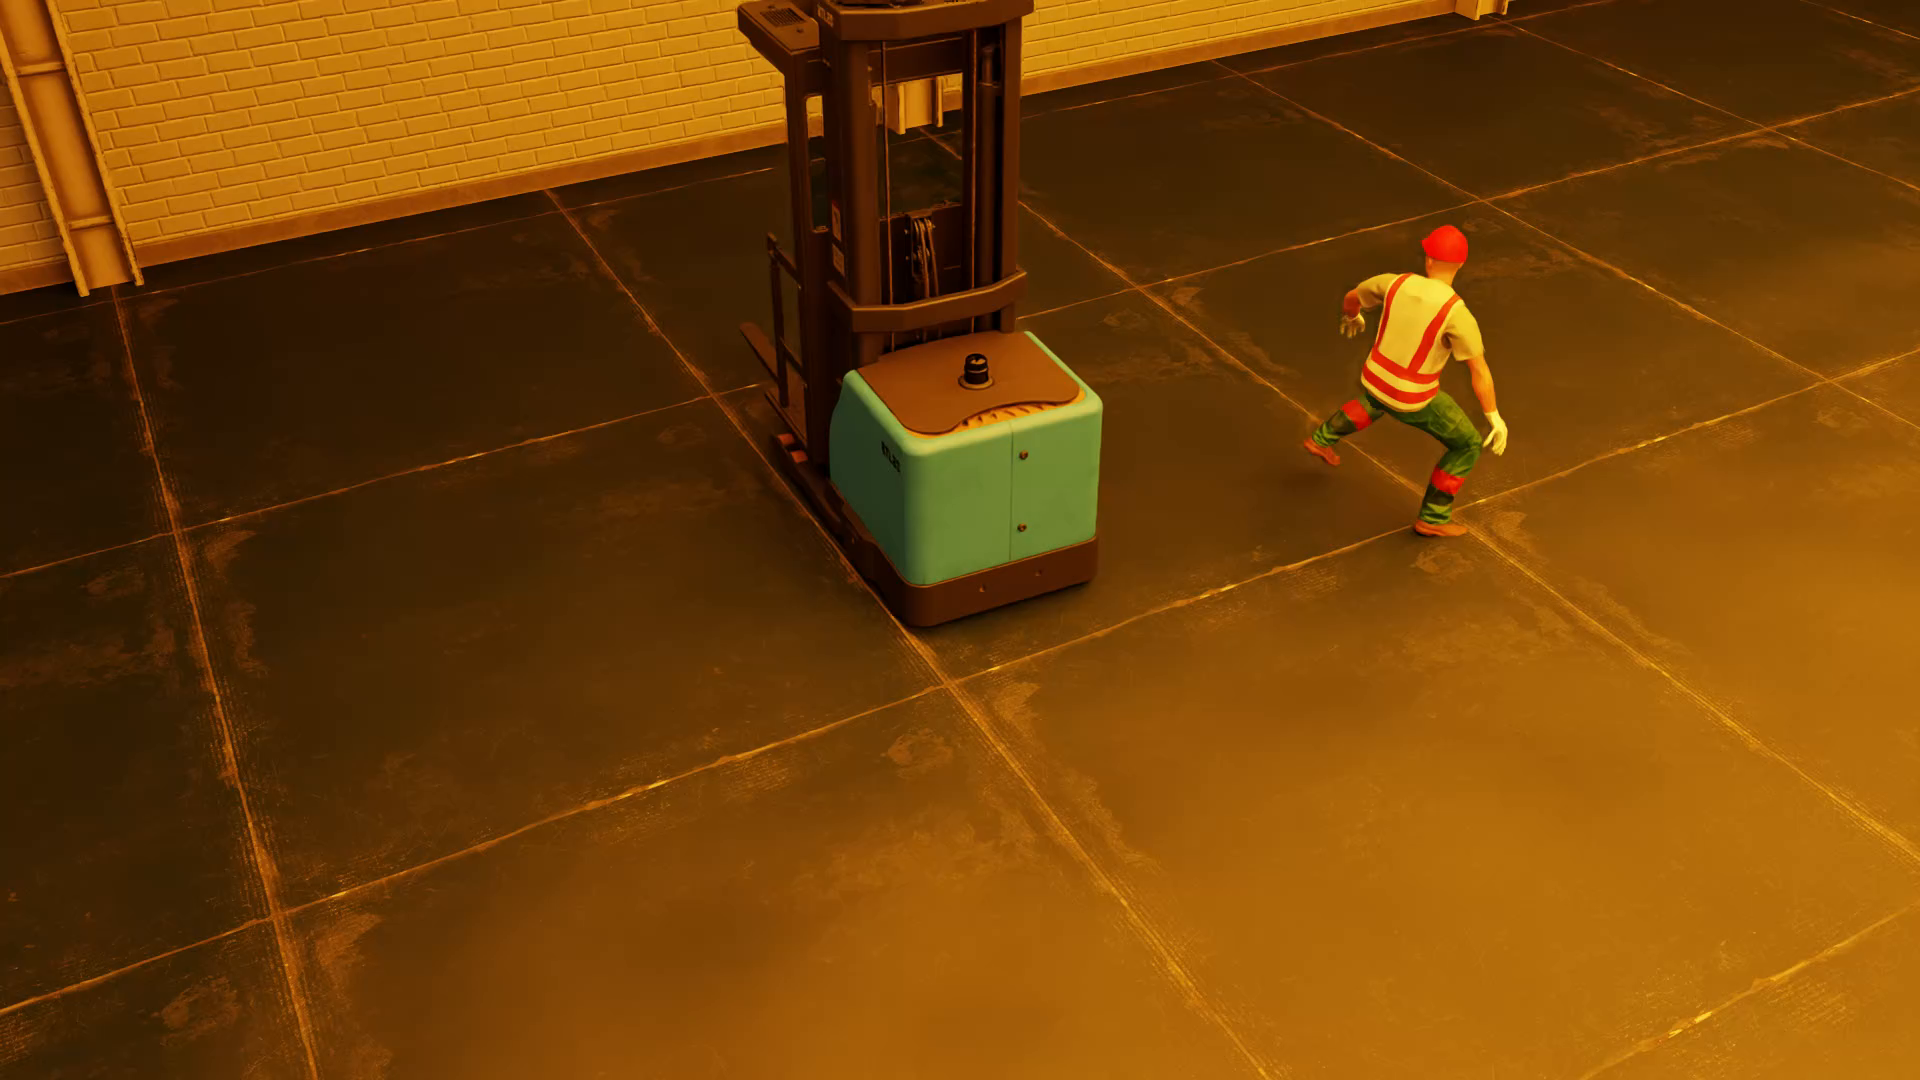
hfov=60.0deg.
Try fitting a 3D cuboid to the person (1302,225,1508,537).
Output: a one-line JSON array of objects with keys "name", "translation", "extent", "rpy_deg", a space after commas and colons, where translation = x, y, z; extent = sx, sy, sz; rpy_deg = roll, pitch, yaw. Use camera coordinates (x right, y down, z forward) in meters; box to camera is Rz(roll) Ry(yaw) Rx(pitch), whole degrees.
[{"name": "person", "translation": [2.326, -0.790, 8.413], "extent": [0.505, 1.655, 1.158], "rpy_deg": [-21, 40, -27]}]

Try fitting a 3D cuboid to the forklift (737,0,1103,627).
[{"name": "forklift", "translation": [-0.398, -1.622, 8.417], "extent": [1.130, 2.935, 3.031], "rpy_deg": [-15, 38, -20]}]
